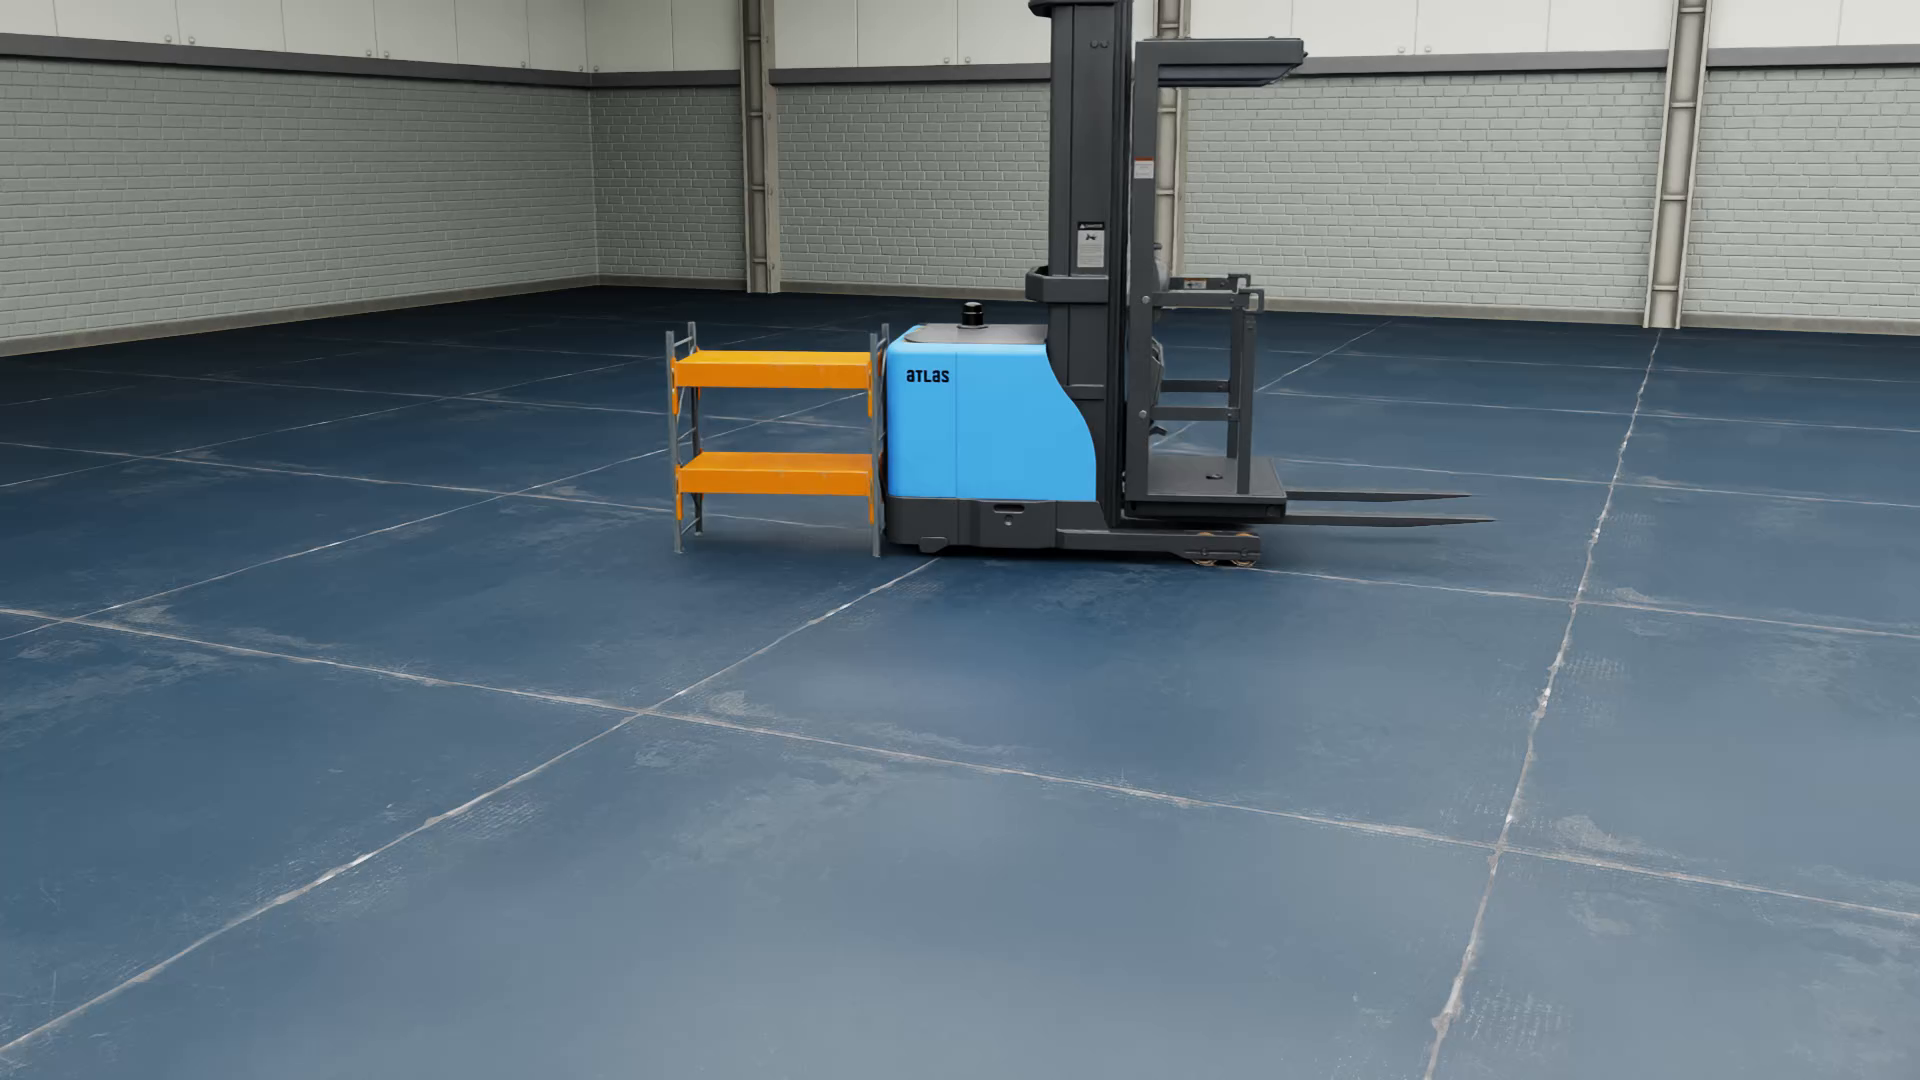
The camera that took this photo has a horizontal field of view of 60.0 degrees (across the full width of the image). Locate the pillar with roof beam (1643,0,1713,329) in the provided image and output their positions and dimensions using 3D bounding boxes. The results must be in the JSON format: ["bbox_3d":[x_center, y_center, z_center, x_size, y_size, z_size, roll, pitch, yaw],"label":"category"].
[{"bbox_3d":[6.397,-5.954,14.432,0.400,9.000,9.100,6,14,23],"label":"pillar with roof beam"}]

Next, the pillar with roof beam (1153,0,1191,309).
[{"bbox_3d":[0.911,-6.510,16.798,0.400,9.000,9.100,6,14,23],"label":"pillar with roof beam"}]

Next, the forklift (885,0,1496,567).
[{"bbox_3d":[1.174,-1.422,8.397,3.031,2.935,1.130,1,13,6],"label":"forklift"}]

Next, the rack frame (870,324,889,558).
[{"bbox_3d":[-0.404,-0.515,8.488,0.032,1.125,0.500,1,13,5],"label":"rack frame"}]

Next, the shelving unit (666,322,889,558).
[{"bbox_3d":[-0.910,-0.525,8.529,1.048,1.125,0.538,1,13,5],"label":"shelving unit"}]

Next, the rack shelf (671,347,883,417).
[{"bbox_3d":[-0.910,-0.810,8.462,1.000,0.278,0.538,1,13,5],"label":"rack shelf"}]

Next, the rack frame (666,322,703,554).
[{"bbox_3d":[-1.417,-0.535,8.570,0.032,1.125,0.500,1,13,5],"label":"rack frame"}]

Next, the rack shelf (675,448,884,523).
[{"bbox_3d":[-0.910,-0.287,8.585,1.000,0.278,0.538,1,13,5],"label":"rack shelf"}]

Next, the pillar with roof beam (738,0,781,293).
[{"bbox_3d":[-4.575,-7.065,19.164,0.400,9.000,9.100,6,14,23],"label":"pillar with roof beam"}]
